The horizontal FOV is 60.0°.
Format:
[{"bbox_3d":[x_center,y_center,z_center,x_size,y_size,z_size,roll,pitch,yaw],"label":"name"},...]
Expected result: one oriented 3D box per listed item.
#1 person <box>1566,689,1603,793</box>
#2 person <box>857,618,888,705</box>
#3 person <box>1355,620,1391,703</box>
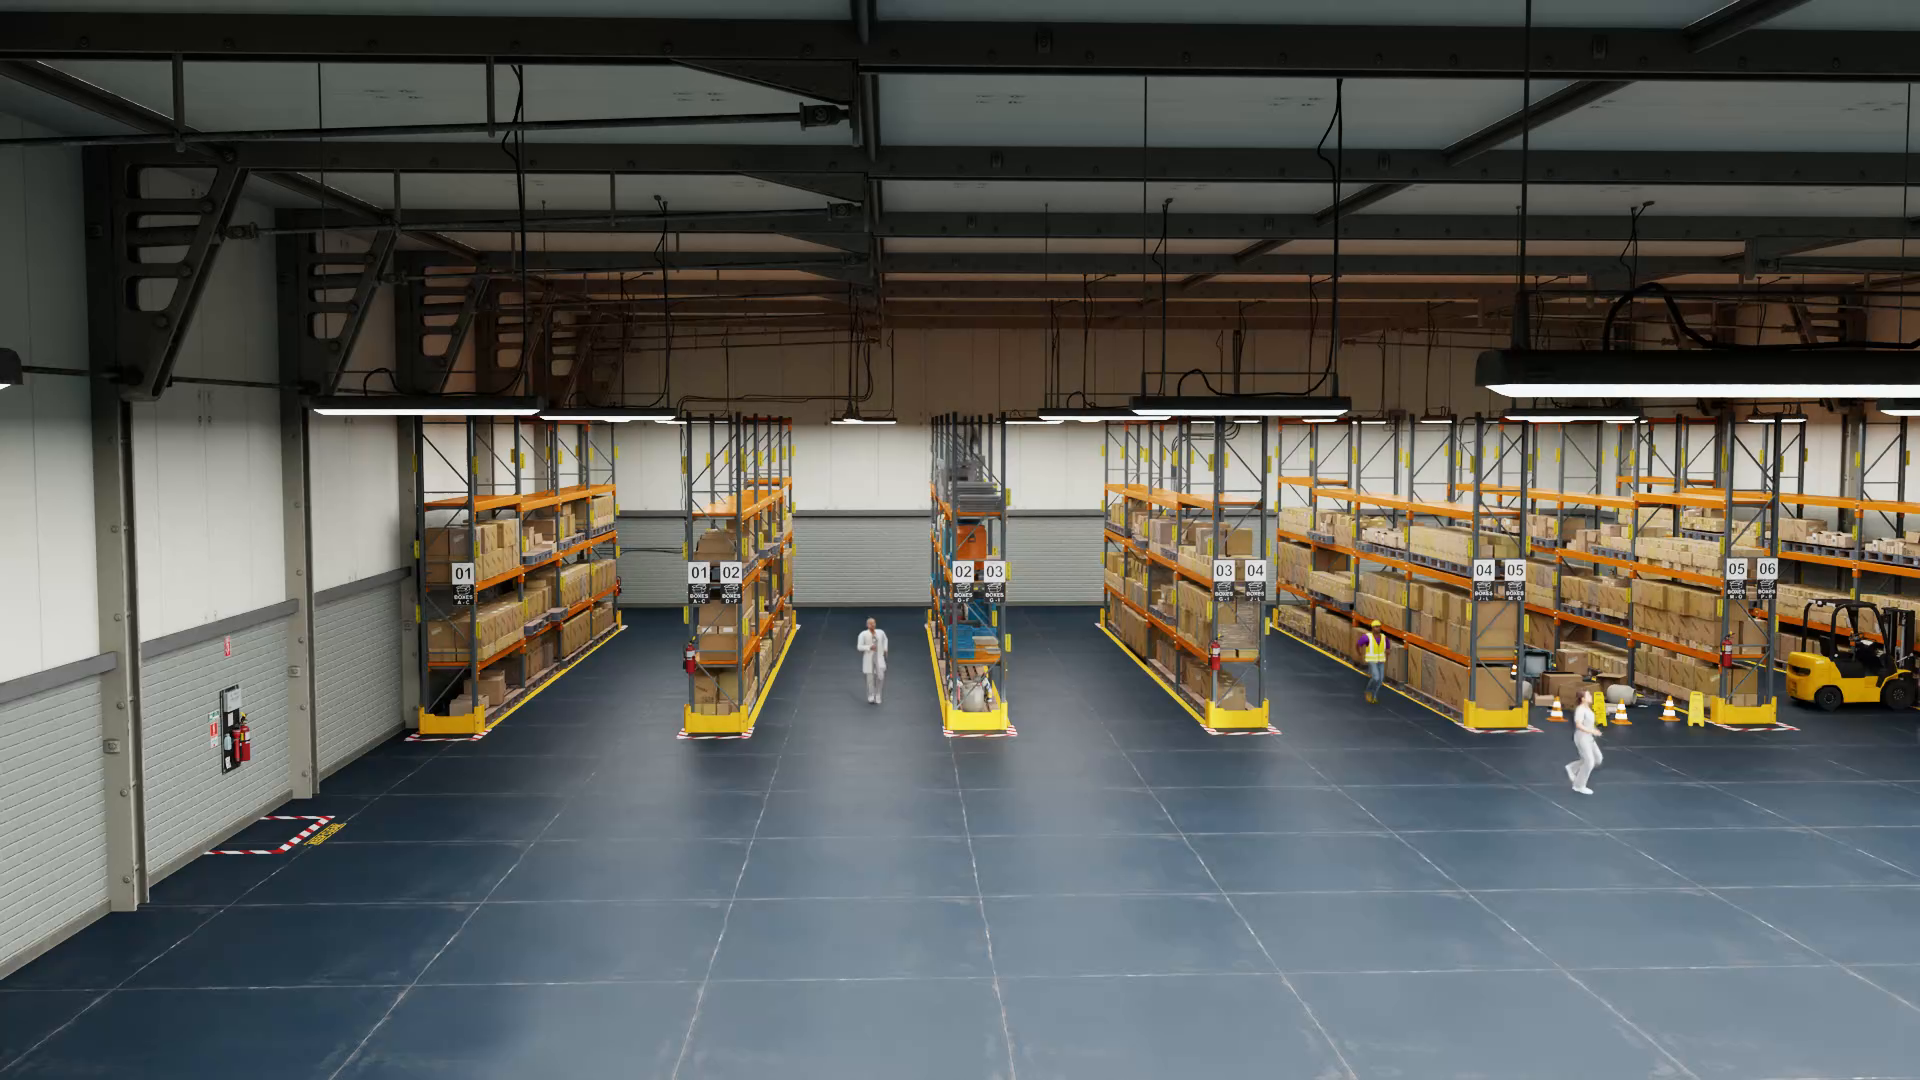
[{"bbox_3d":[9.774,3.138,26.029,0.578,1.636,0.601,3,5,34],"label":"person"},{"bbox_3d":[-1.787,2.507,34.325,0.684,1.788,0.740,-1,4,-12],"label":"person"},{"bbox_3d":[8.563,2.513,34.214,0.681,1.719,0.637,-1,4,-13],"label":"person"}]
